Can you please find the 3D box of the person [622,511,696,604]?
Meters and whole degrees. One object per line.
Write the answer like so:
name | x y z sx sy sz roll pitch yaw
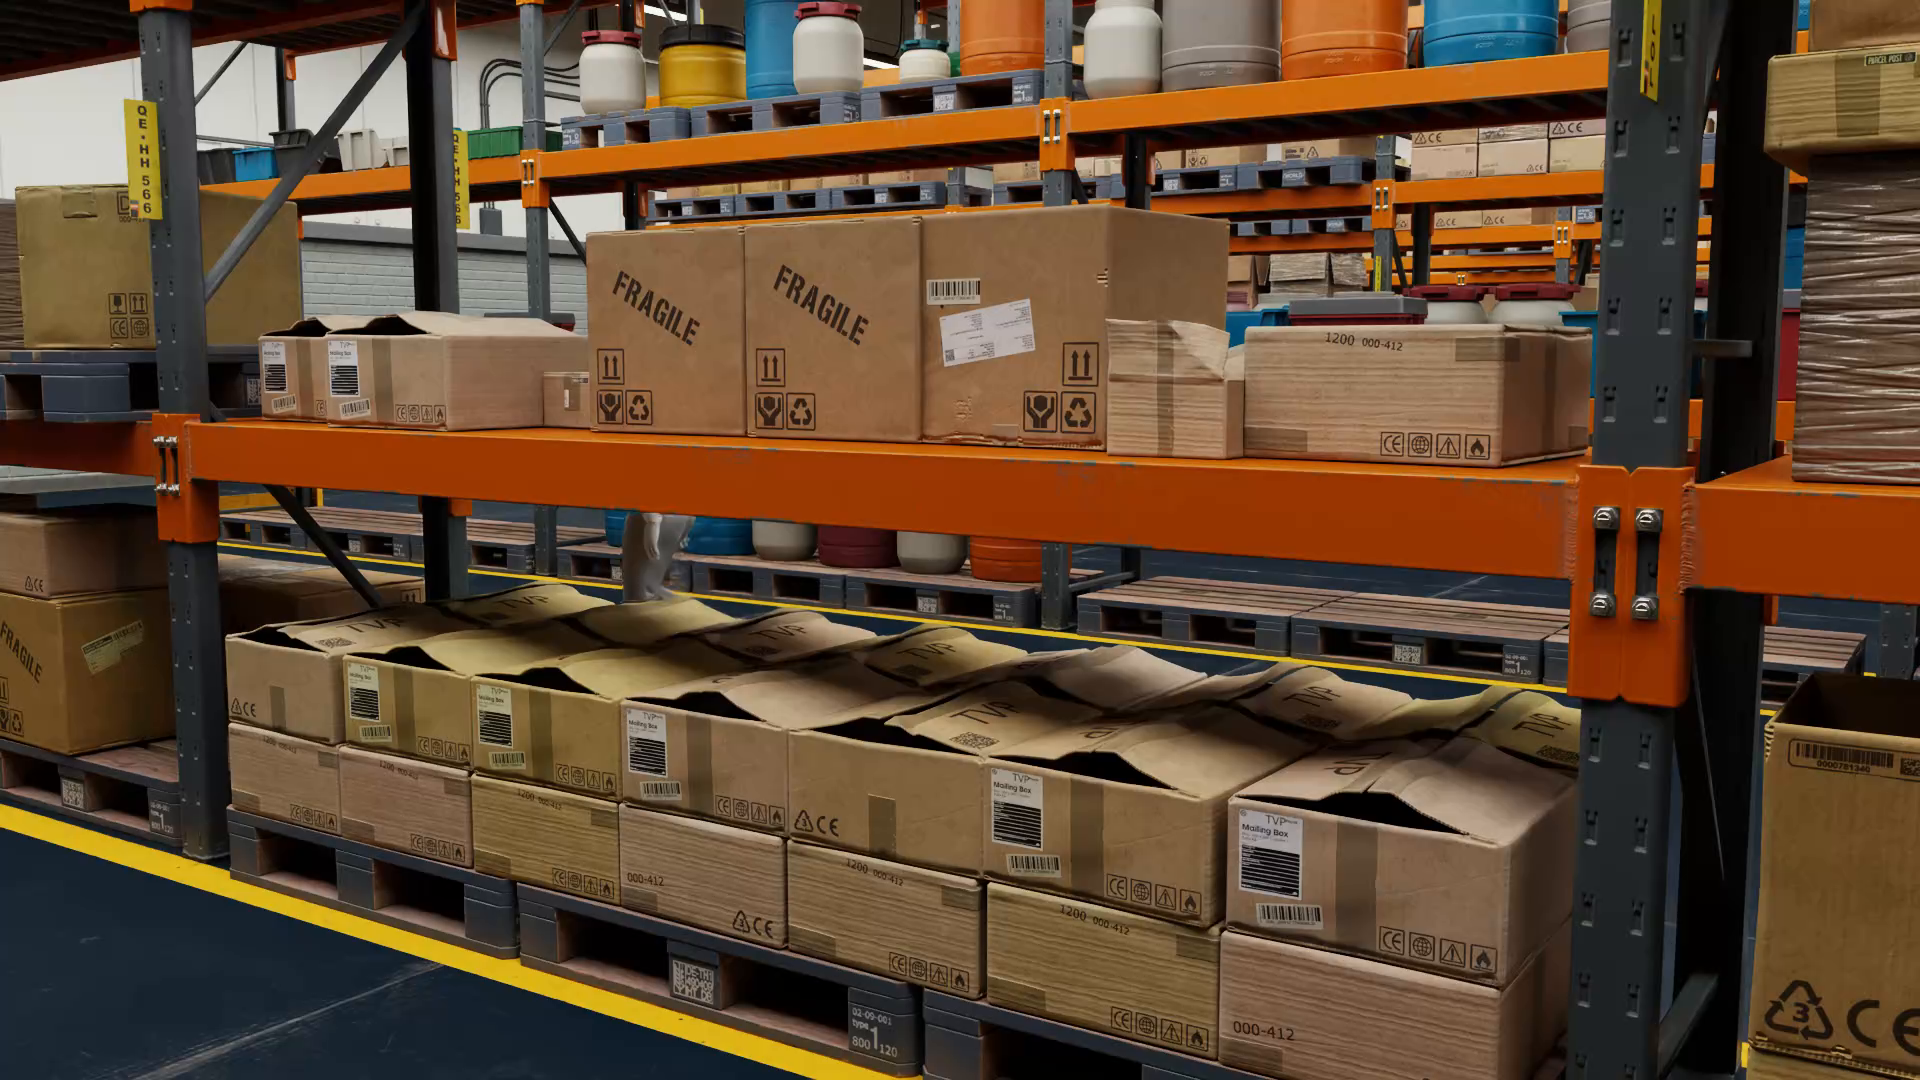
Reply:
person | -1.185 -0.096 6.683 0.517 1.663 0.500 1 6 5
